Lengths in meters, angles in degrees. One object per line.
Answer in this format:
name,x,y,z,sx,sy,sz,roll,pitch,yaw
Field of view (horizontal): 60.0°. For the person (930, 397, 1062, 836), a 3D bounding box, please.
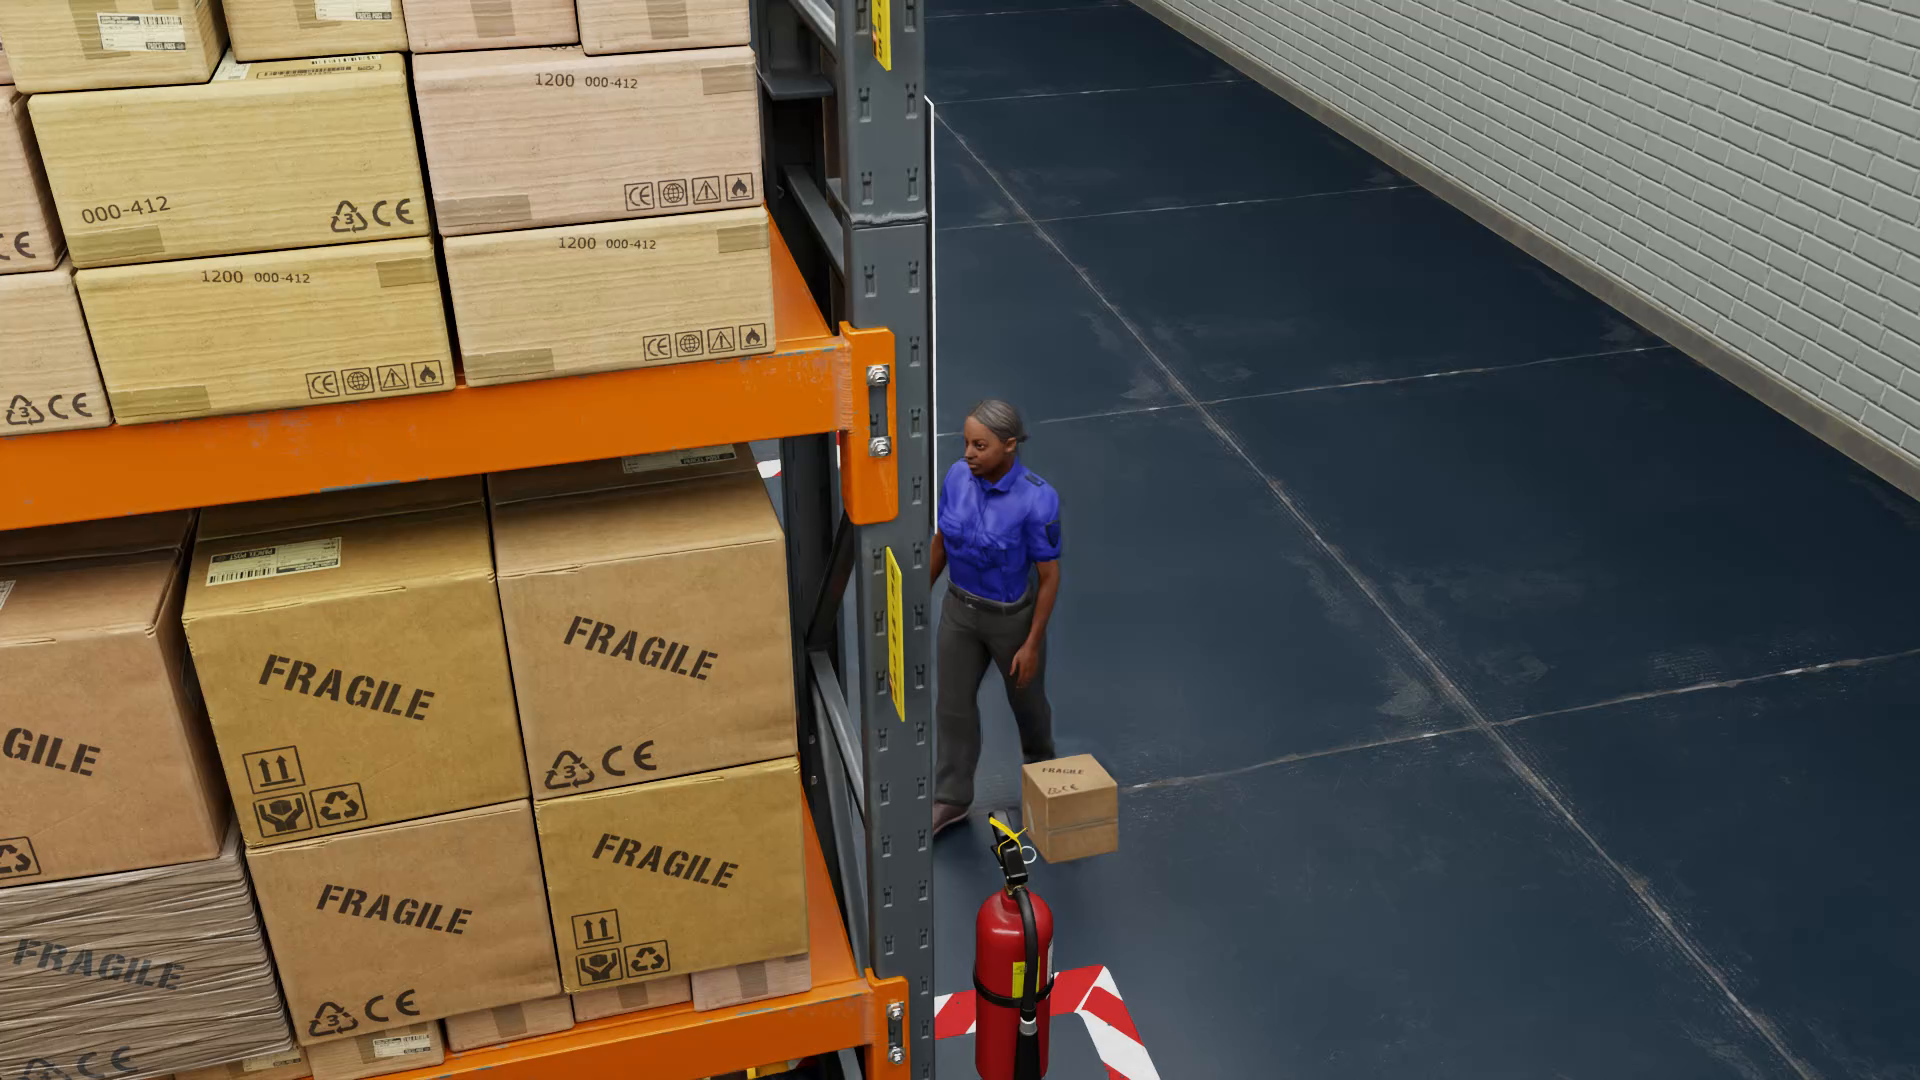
person,0.072,0.269,5.671,0.584,1.649,0.622,17,35,27
